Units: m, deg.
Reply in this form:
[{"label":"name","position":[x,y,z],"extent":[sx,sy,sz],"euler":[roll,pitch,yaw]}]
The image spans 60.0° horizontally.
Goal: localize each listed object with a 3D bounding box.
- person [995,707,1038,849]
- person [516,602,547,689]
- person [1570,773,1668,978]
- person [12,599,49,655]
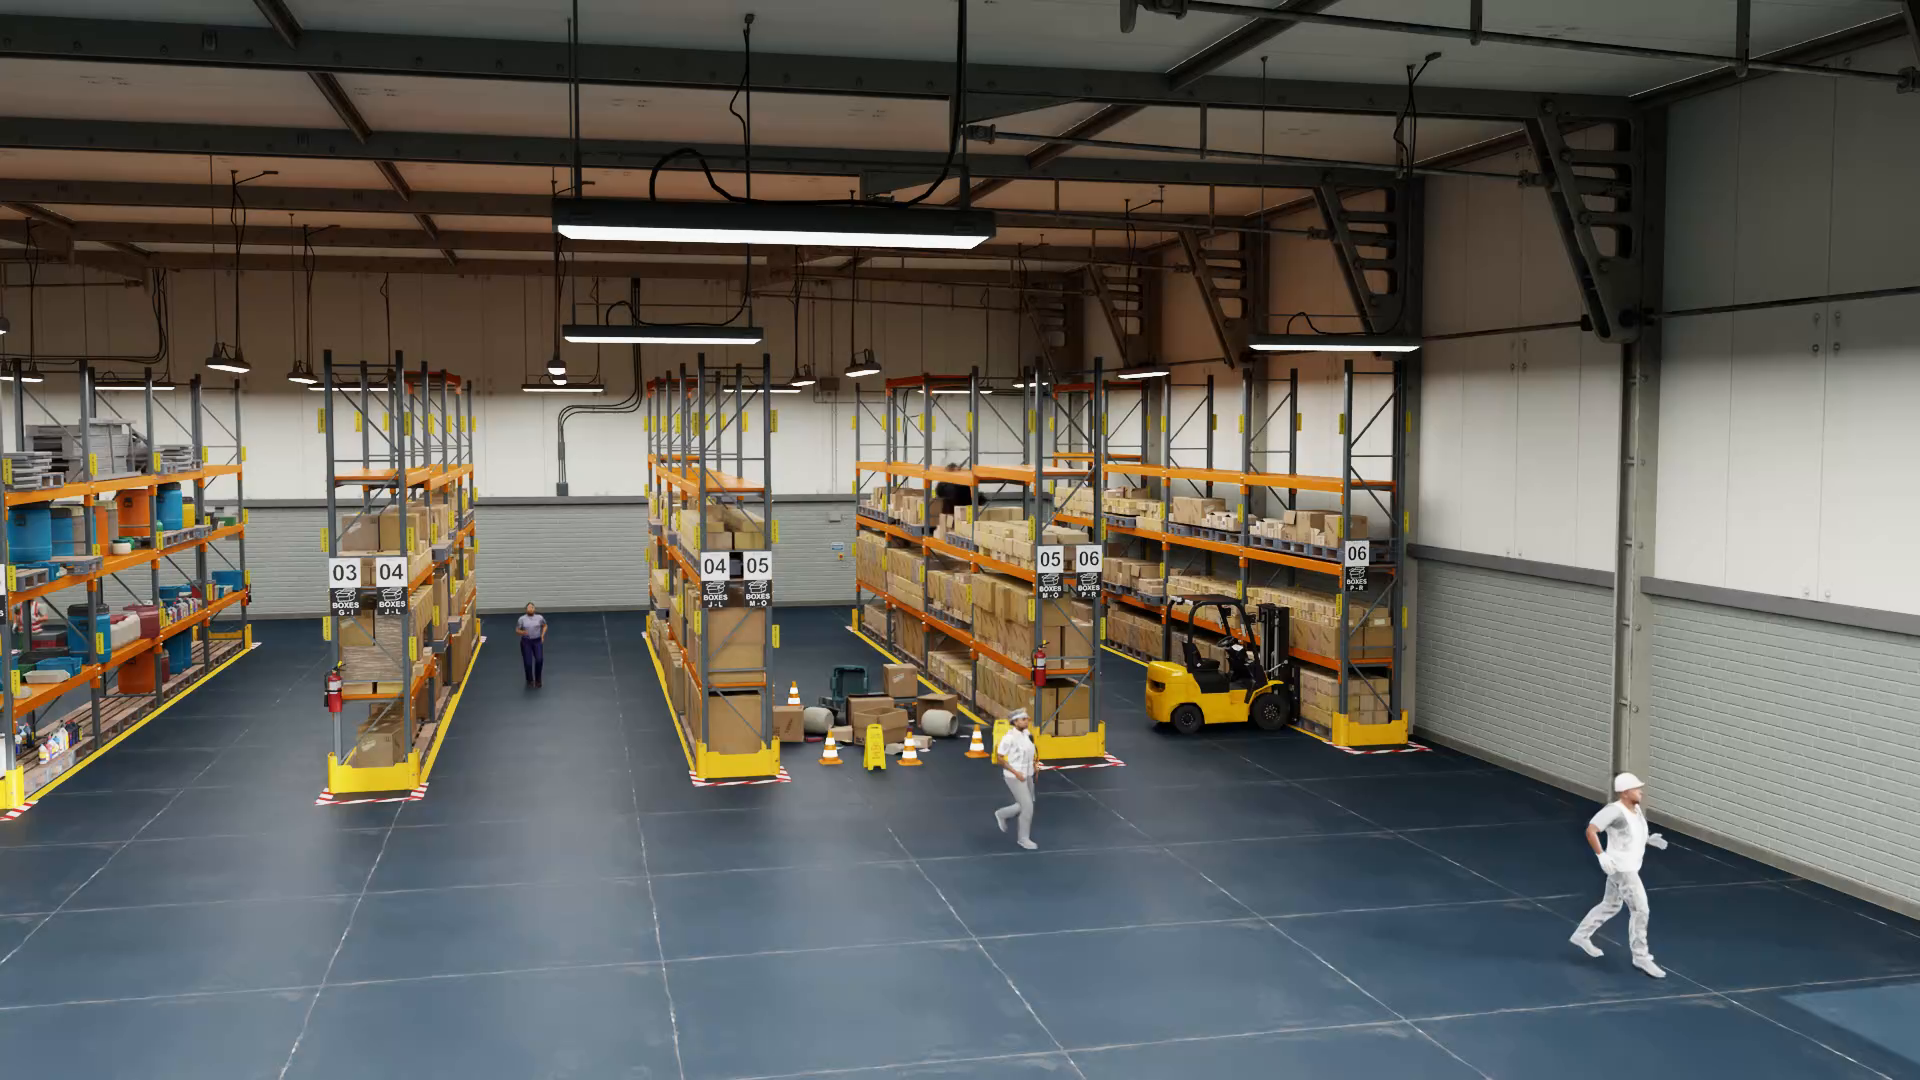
[{"label":"person","position":[0.668,2.807,19.759],"extent":[0.629,1.657,0.593],"euler":[3,5,37]},{"label":"person","position":[-8.100,2.004,31.487],"extent":[0.589,1.649,0.632],"euler":[-1,4,-18]},{"label":"person","position":[6.086,3.041,15.325],"extent":[0.860,1.816,0.668],"euler":[2,5,30]},{"label":"person","position":[-18.120,1.817,32.424],"extent":[0.663,1.777,1.004],"euler":[-2,4,-21]}]
